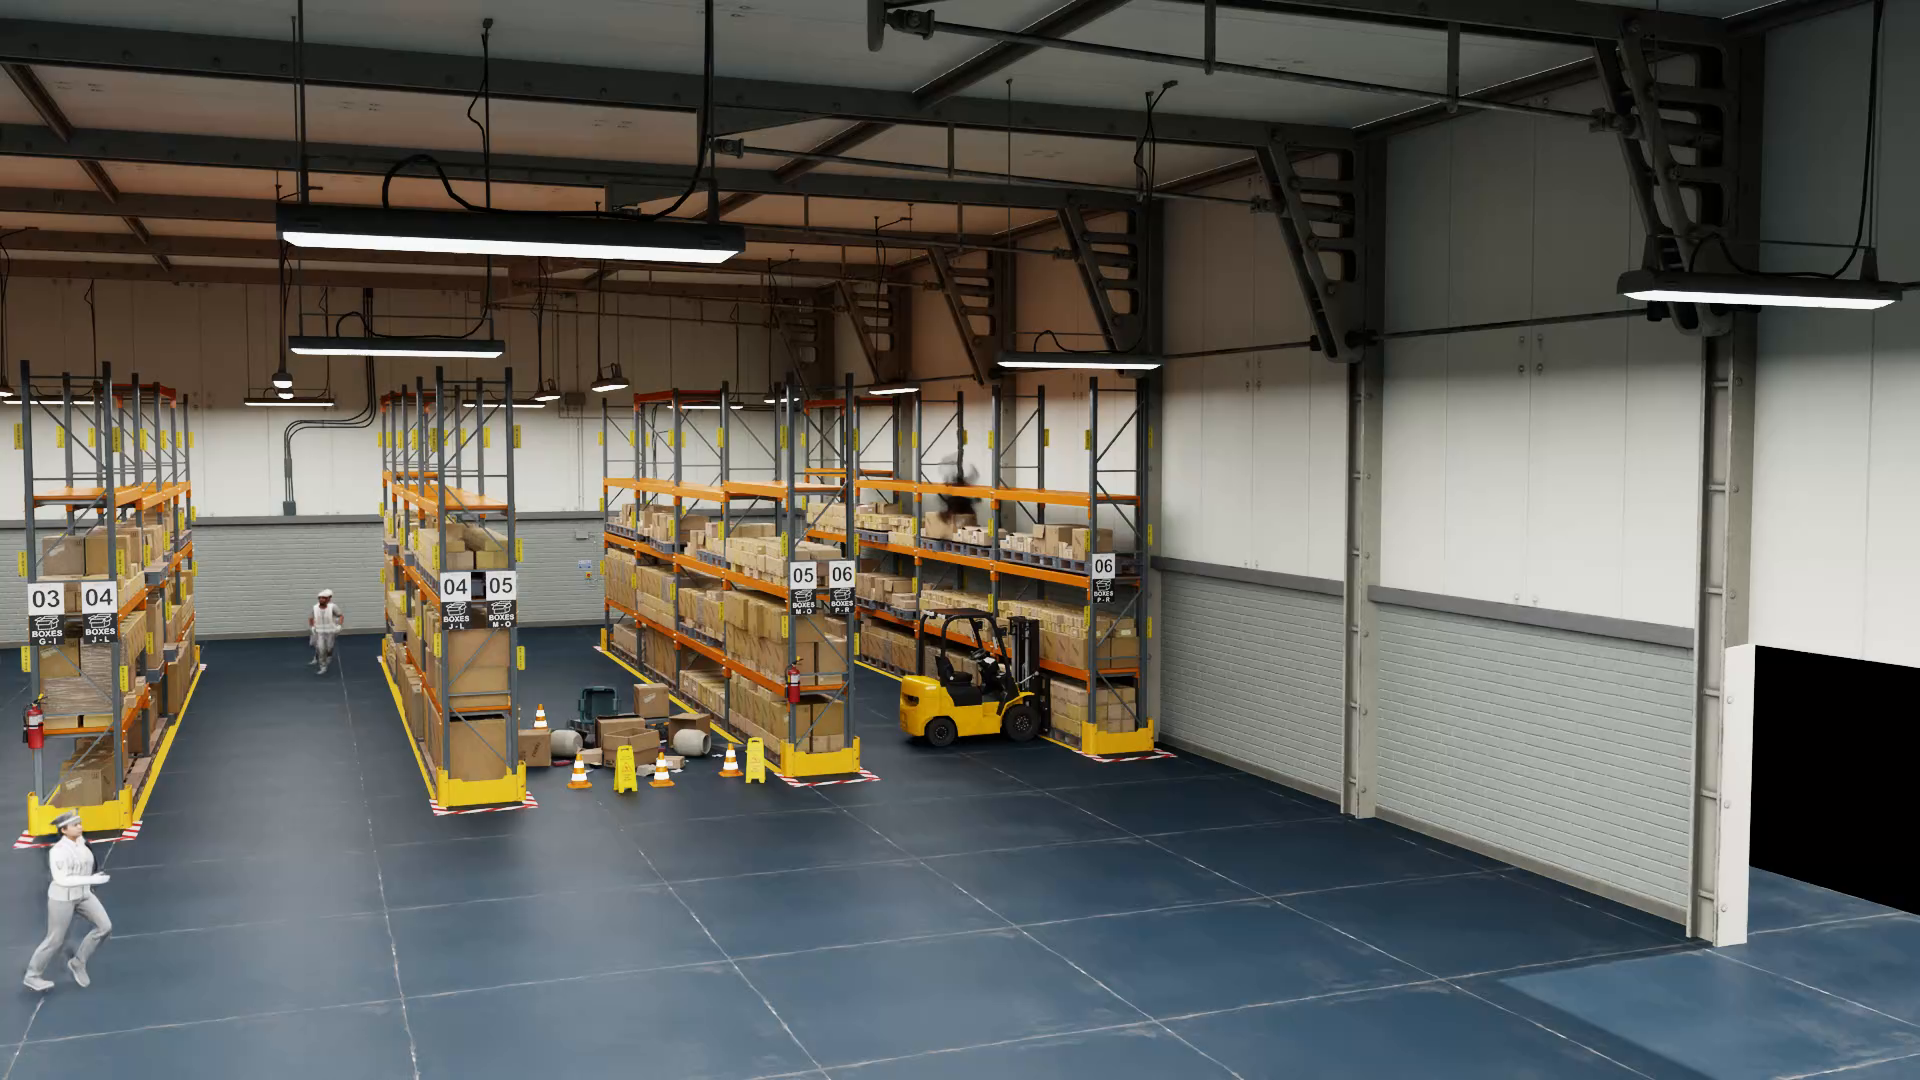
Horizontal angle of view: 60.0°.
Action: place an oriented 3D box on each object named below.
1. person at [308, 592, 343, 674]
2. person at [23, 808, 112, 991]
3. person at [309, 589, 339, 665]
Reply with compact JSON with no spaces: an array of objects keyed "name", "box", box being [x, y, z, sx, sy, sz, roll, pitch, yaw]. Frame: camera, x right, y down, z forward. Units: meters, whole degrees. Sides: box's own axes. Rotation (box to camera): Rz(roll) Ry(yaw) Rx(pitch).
[{"name":"person","box":[-13.660,1.987,35.813,0.705,1.758,0.667,-1,4,-13]},{"name":"person","box":[-8.054,3.242,15.082,0.822,1.666,0.622,0,3,7]},{"name":"person","box":[-14.157,1.935,37.059,0.717,1.685,0.544,1,3,11]}]
